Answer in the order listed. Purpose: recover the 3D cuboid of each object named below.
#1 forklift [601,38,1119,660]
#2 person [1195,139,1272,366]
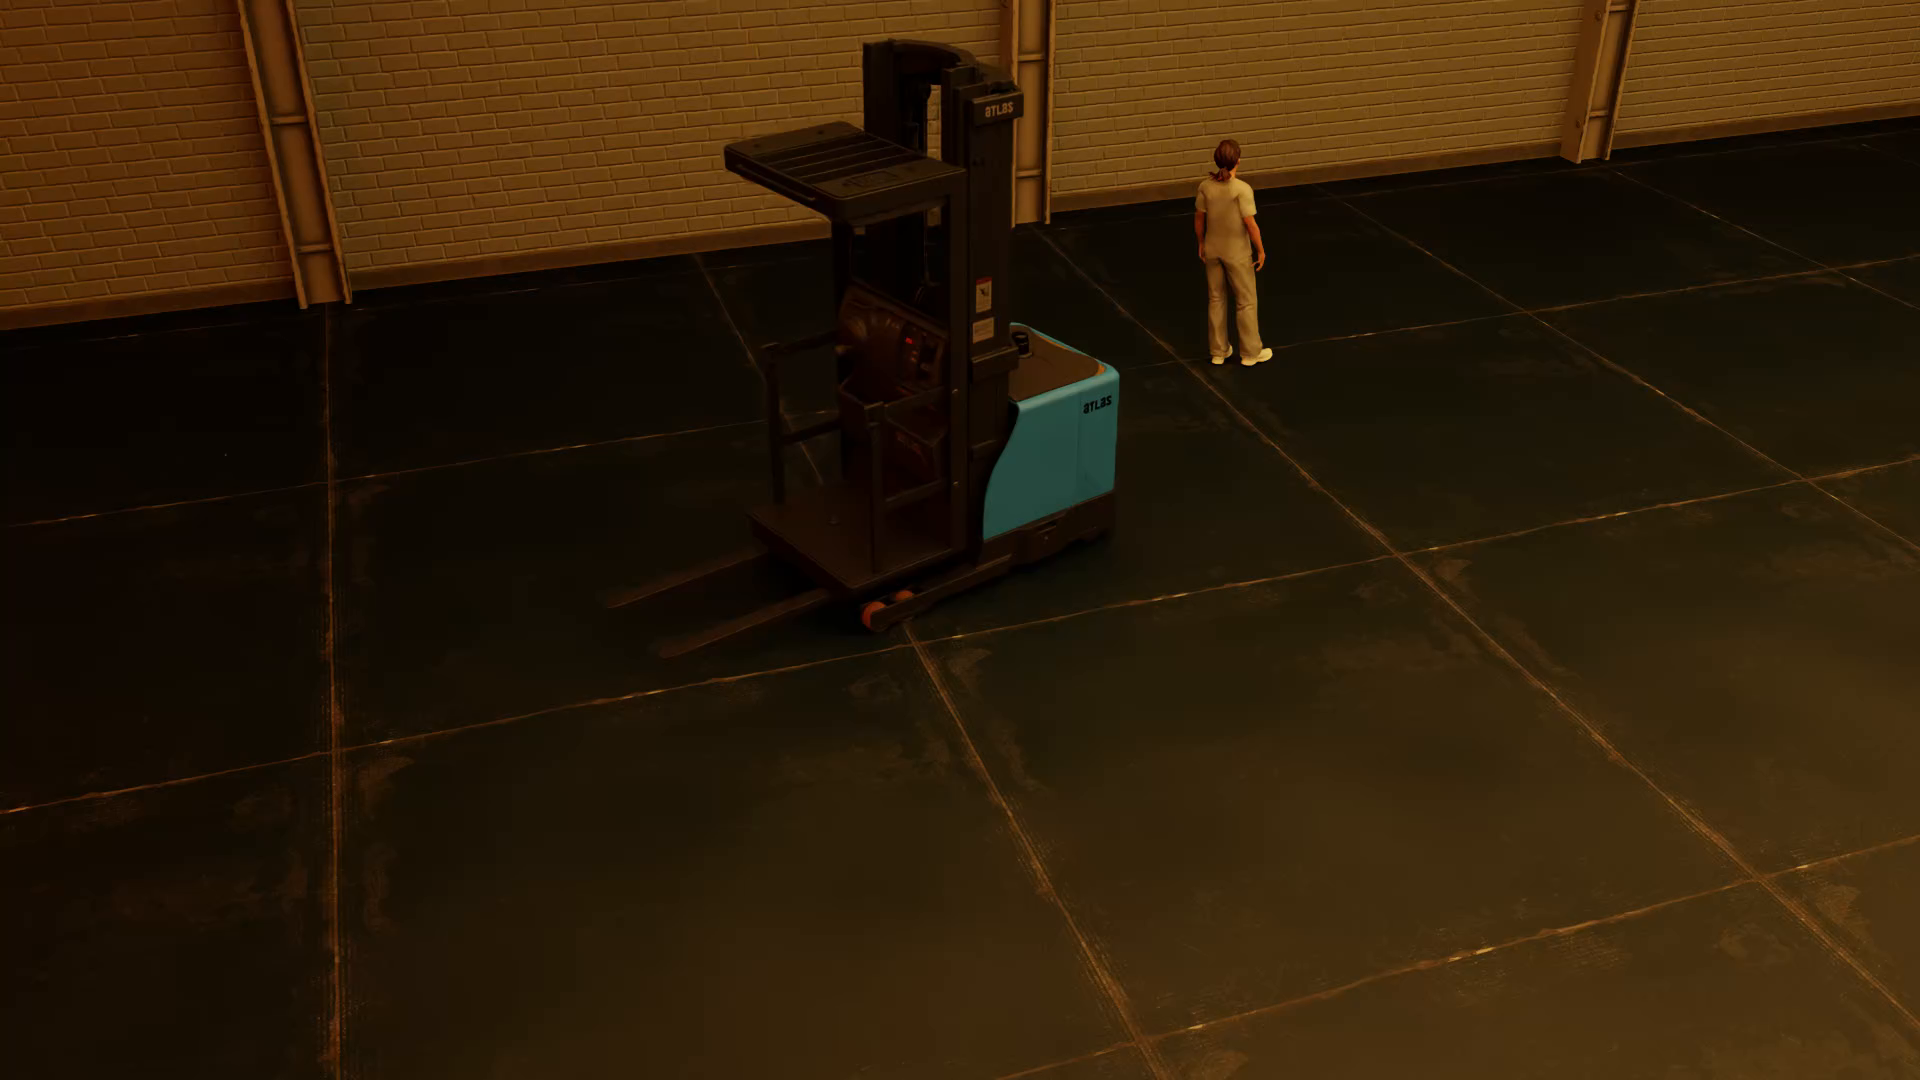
[{"bbox_3d":[-0.538,-1.060,8.930,3.031,2.935,1.130,-21,36,-32],"label":"forklift"},{"bbox_3d":[1.960,-2.067,11.924,0.549,1.674,0.549,21,36,32],"label":"person"}]
